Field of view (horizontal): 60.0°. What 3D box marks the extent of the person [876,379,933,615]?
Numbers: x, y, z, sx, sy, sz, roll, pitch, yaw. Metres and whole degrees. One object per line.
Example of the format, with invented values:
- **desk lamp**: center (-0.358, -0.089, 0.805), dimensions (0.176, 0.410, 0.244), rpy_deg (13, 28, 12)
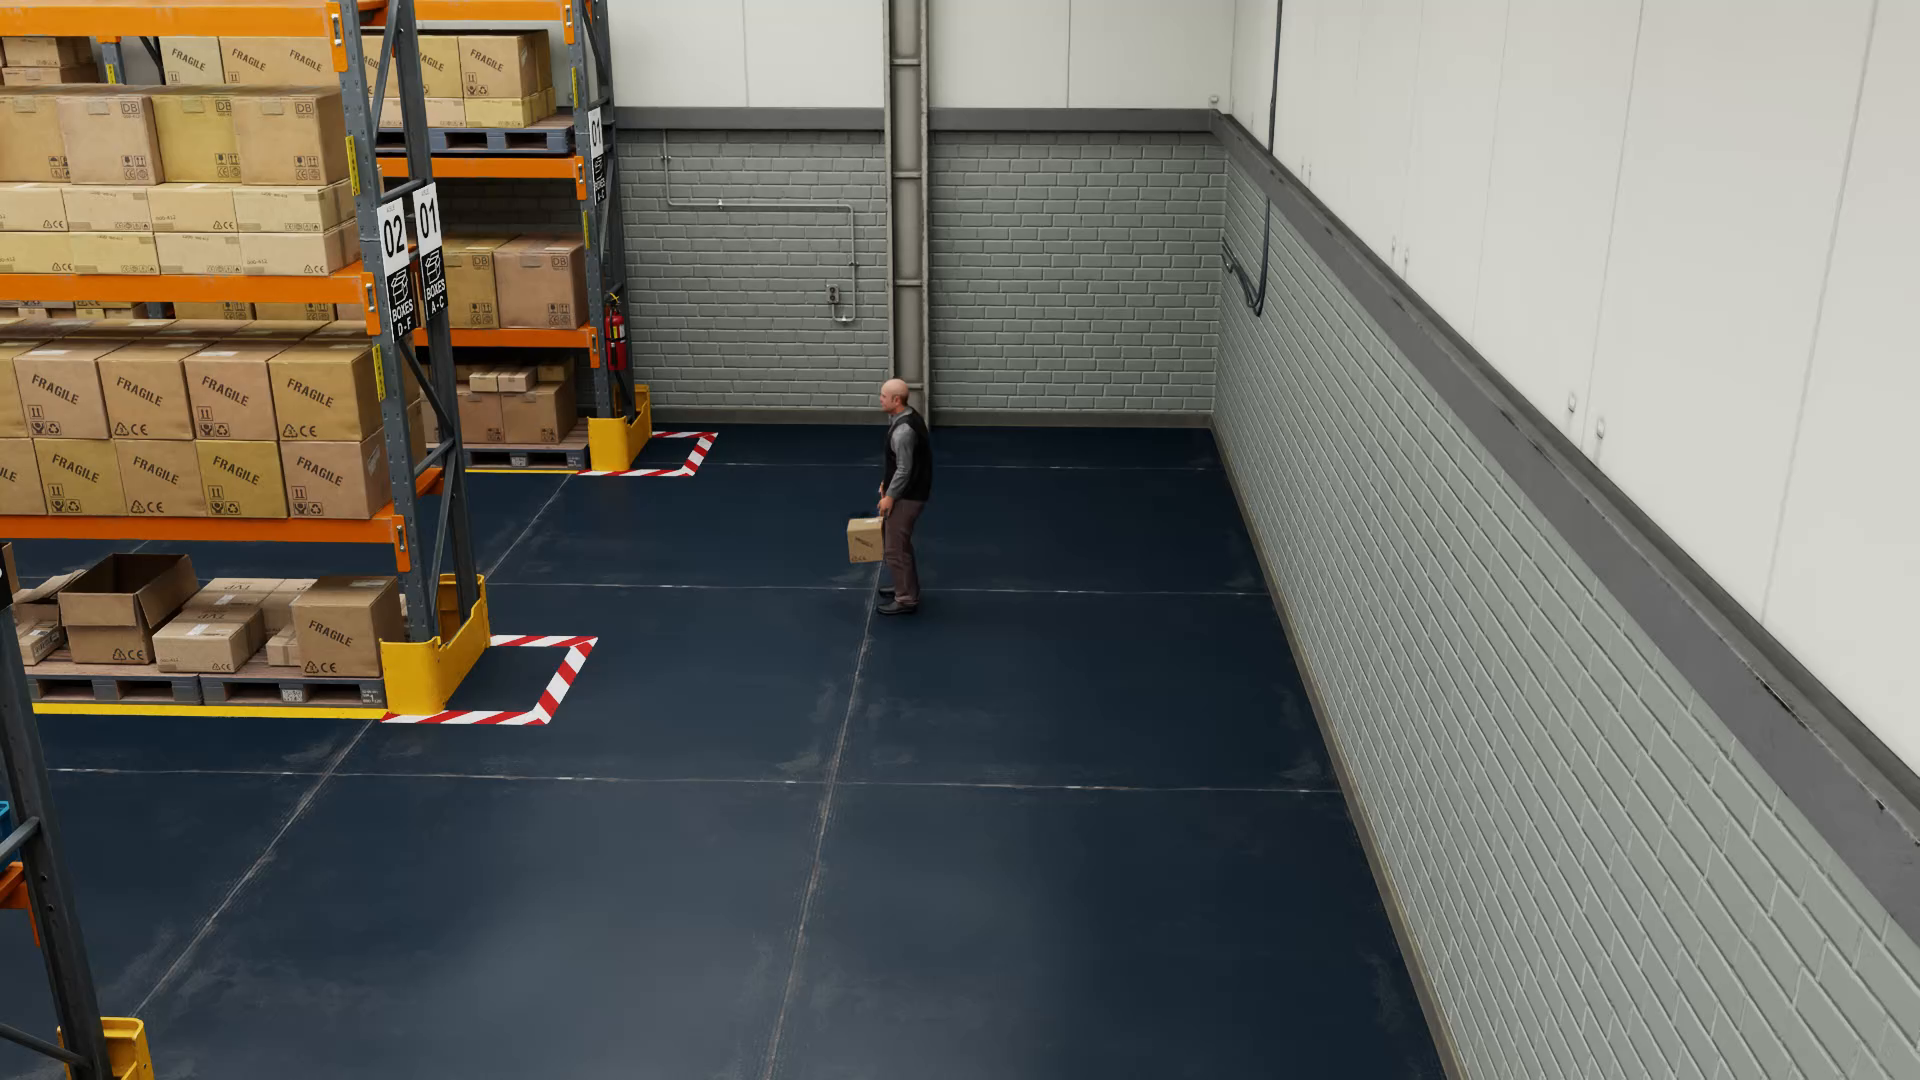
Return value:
- **person**: center (-0.405, -0.277, 11.983), dimensions (0.420, 1.626, 0.560), rpy_deg (0, 21, 0)
